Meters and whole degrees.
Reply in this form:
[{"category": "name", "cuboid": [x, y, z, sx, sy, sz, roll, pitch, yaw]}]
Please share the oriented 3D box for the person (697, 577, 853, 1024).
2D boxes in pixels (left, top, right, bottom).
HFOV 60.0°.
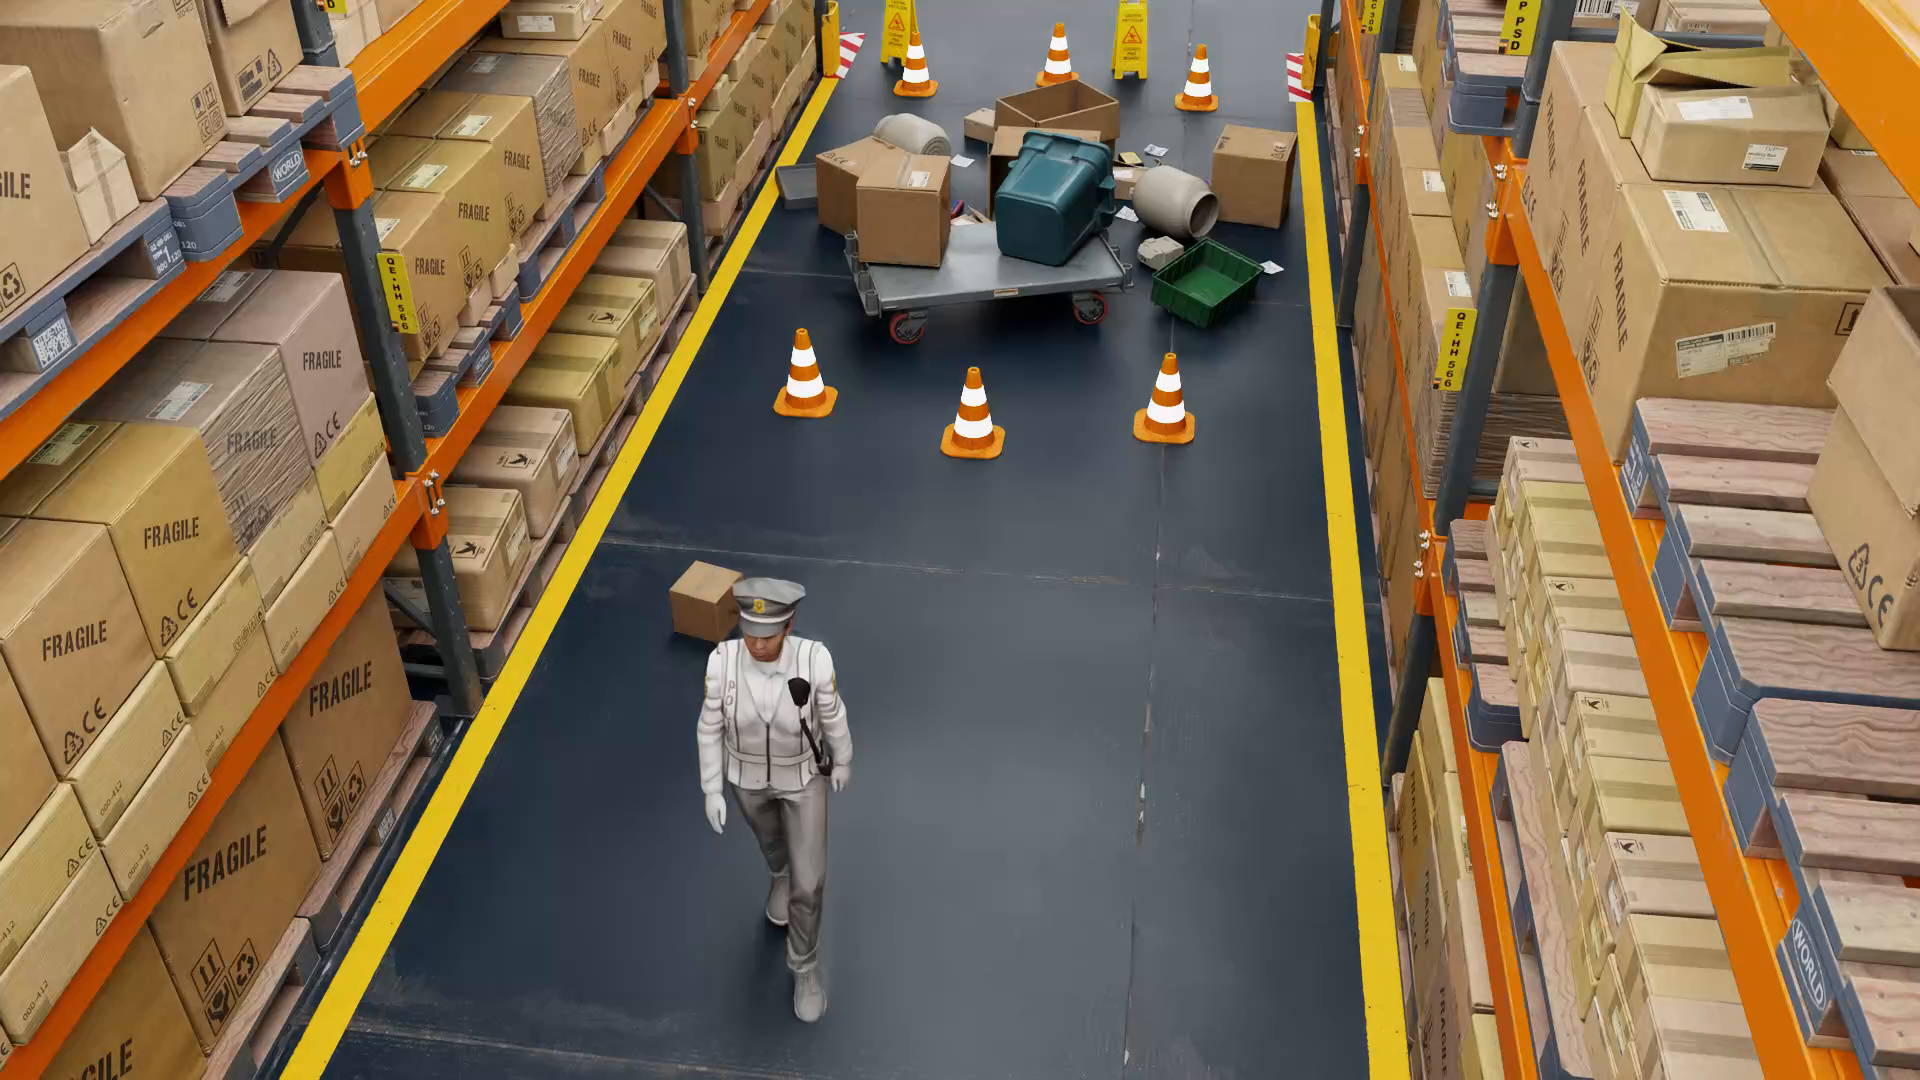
[{"category": "person", "cuboid": [-0.653, 0.876, 5.836, 0.522, 1.724, 0.696, 2, 36, 3]}]
